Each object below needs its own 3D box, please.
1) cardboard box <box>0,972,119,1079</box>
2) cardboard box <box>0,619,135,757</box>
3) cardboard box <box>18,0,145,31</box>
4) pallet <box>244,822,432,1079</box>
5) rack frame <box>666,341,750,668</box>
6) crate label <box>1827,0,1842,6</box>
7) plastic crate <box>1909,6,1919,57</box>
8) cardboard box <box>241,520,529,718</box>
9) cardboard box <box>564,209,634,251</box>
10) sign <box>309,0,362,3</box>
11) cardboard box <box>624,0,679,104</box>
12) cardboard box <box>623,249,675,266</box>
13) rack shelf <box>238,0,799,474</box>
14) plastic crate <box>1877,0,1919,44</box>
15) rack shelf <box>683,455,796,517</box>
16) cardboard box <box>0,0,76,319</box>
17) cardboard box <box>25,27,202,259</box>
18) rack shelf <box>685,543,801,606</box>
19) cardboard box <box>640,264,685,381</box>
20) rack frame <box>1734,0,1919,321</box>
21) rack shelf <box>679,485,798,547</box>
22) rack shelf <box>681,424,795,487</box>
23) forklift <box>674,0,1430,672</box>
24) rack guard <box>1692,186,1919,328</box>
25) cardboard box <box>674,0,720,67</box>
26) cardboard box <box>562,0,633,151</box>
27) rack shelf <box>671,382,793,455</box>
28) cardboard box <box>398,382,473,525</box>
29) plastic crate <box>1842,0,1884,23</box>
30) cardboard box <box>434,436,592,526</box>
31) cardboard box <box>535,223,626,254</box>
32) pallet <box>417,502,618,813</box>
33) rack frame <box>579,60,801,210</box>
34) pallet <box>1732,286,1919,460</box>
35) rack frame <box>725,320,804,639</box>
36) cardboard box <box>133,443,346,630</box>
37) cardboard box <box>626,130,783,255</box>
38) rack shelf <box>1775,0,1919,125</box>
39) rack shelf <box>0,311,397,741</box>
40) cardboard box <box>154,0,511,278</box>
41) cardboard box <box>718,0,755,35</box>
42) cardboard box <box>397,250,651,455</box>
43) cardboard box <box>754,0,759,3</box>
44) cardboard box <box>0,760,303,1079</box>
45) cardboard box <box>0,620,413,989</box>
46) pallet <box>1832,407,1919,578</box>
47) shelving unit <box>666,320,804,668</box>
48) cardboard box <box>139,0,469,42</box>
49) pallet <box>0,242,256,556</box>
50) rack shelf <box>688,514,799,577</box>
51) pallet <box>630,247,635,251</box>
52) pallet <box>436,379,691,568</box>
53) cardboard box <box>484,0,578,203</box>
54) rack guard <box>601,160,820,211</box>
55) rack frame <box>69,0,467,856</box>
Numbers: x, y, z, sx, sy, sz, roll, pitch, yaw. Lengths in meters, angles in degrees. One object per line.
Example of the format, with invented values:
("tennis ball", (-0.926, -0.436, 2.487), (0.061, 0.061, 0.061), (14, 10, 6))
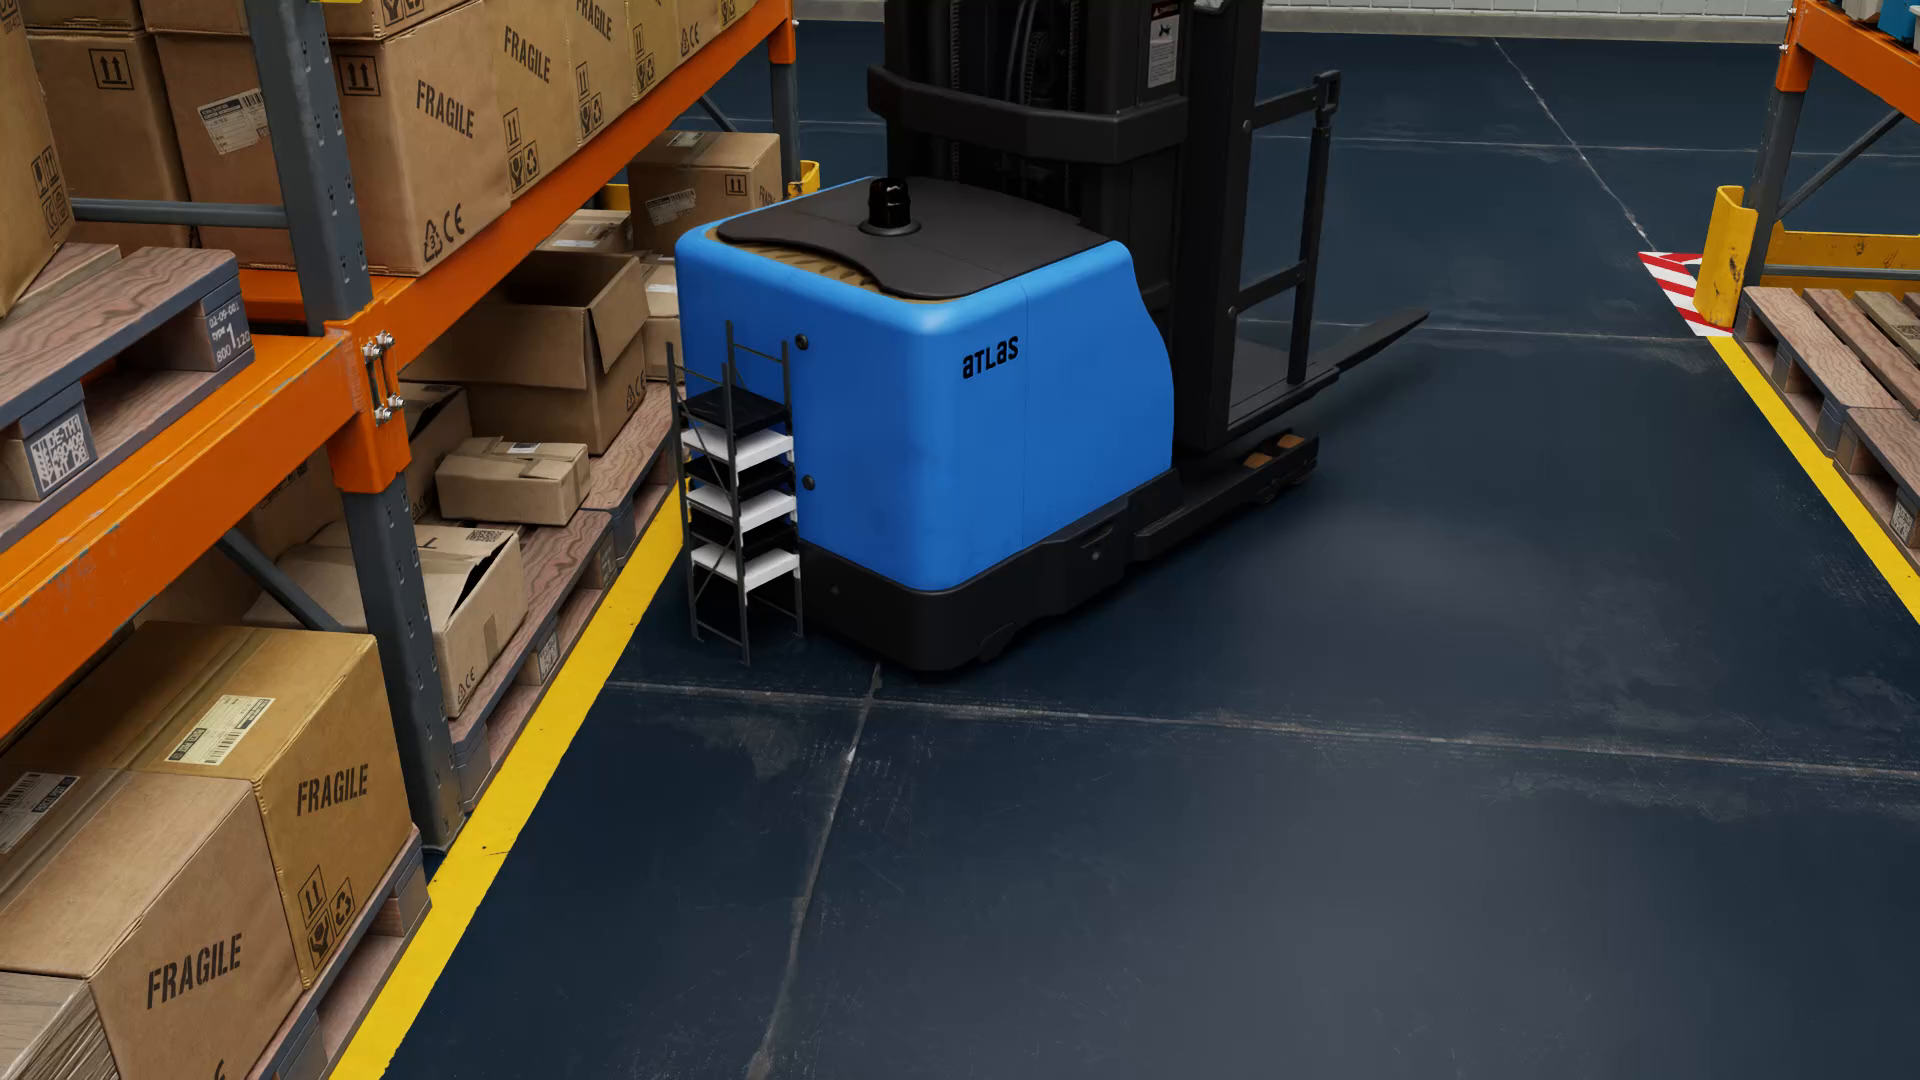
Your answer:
("cardboard box", (-1.594, 0.981, 2.438), (0.500, 0.500, 0.500), (4, 29, 7))
("cardboard box", (-1.988, 0.478, 3.373), (0.500, 0.500, 0.500), (2, 28, 4))
("cardboard box", (-1.882, -1.380, 3.489), (0.500, 0.500, 0.500), (3, 29, 6))
("pallet", (-1.749, 0.970, 3.227), (1.003, 0.211, 1.213), (3, 28, 6))
("rack frame", (-0.671, -0.082, 4.453), (0.240, 0.900, 0.006), (23, 36, 36))
("crate label", (3.361, -2.092, 6.083), (0.416, 0.233, 0.303), (3, 28, 6))
("plastic crate", (3.157, -1.584, 5.242), (0.250, 0.136, 0.298), (3, 28, 6))
("cardboard box", (-1.421, 0.162, 4.157), (0.500, 0.311, 0.500), (3, 28, 6))
("cardboard box", (-1.590, -1.287, 7.018), (0.380, 0.149, 0.250), (3, 28, 6))
("sign", (-1.136, -1.122, 2.949), (0.100, 0.325, 0.005), (3, 28, 6))
("cardboard box", (-1.171, -1.627, 5.002), (0.500, 0.500, 0.500), (3, 28, 5))
("cardboard box", (-1.158, -1.016, 6.497), (0.380, 0.166, 0.250), (3, 28, 6))
("rack shelf", (-1.442, -1.267, 5.199), (1.077, 0.370, 4.000), (3, 28, 6))
("plastic crate", (3.281, -1.782, 5.508), (0.416, 0.233, 0.300), (3, 28, 6))
("rack shelf", (-0.603, -0.167, 4.492), (0.258, 0.077, 0.200), (23, 36, 36))
("cardboard box", (-1.967, -0.662, 2.767), (0.700, 0.500, 0.500), (-6, 29, -11))
("cardboard box", (-1.881, -0.937, 3.721), (0.500, 0.500, 0.500), (4, 29, 7))
("rack shelf", (-0.603, 0.070, 4.621), (0.258, 0.077, 0.200), (23, 36, 36))
("cardboard box", (-1.166, -0.793, 5.995), (0.500, 0.250, 0.500), (3, 28, 6))
("rack frame", (3.718, -2.236, 6.238), (1.000, 3.000, 0.127), (3, 28, 6))
("rack shelf", (-0.603, -0.088, 4.535), (0.258, 0.077, 0.200), (23, 36, 36))
("rack shelf", (-0.603, -0.247, 4.450), (0.258, 0.077, 0.200), (23, 36, 36))
("forklift", (0.557, -1.554, 5.044), (1.130, 2.935, 3.031), (23, 36, 36))
("rack guard", (3.708, -1.148, 6.853), (1.175, 0.500, 0.348), (3, 28, 6))
("cardboard box", (-1.109, -1.864, 5.442), (0.500, 0.500, 0.500), (4, 29, 7))
("cardboard box", (-1.231, -1.387, 4.557), (0.500, 0.500, 0.500), (3, 28, 6))
("rack shelf", (-0.603, -0.326, 4.407), (0.258, 0.077, 0.200), (23, 36, 36))
("cardboard box", (-1.807, -0.290, 4.998), (0.500, 0.311, 0.500), (3, 28, 6))
("plastic crate", (3.240, -1.903, 5.835), (0.250, 0.136, 0.298), (3, 28, 6))
("cardboard box", (-1.325, -0.182, 4.948), (0.380, 0.166, 0.250), (3, 28, 6))
("cardboard box", (-1.607, -1.034, 6.442), (0.500, 0.250, 0.500), (3, 28, 6))
("pallet", (-1.602, 0.262, 4.542), (1.003, 0.211, 1.213), (3, 28, 6))
("rack frame", (-1.197, -2.526, 6.775), (1.000, 3.000, 0.127), (3, 28, 6))
("pallet", (3.579, -0.622, 6.183), (1.003, 0.211, 1.213), (3, 28, 6))
("rack frame", (-0.535, -0.153, 4.586), (0.240, 0.900, 0.006), (23, 36, 36))
("cardboard box", (-1.899, -0.021, 4.297), (0.500, 0.500, 0.500), (3, 28, 6))
("cardboard box", (-1.019, -1.349, 6.762), (0.500, 0.500, 0.500), (3, 28, 6))
("rack shelf", (3.473, -0.978, 4.661), (1.077, 0.370, 4.000), (3, 28, 6))
("rack shelf", (-1.932, 0.615, 1.704), (1.077, 0.370, 4.000), (3, 28, 6))
("cardboard box", (-1.354, -0.911, 3.673), (0.500, 0.500, 0.500), (4, 29, 8))
("cardboard box", (-1.042, -2.099, 5.877), (0.500, 0.500, 0.500), (4, 29, 7))
("cardboard box", (-1.462, -0.622, 5.410), (0.797, 0.503, 0.637), (3, 28, 6))
("cardboard box", (-0.982, -2.343, 6.331), (0.500, 0.500, 0.500), (4, 29, 8))
("cardboard box", (-1.532, 0.745, 2.876), (0.500, 0.500, 0.500), (3, 29, 6))
("cardboard box", (-1.463, 0.513, 3.307), (0.500, 0.500, 0.500), (3, 28, 6))
("pallet", (3.427, -0.050, 5.120), (1.003, 0.211, 1.213), (3, 28, 6))
("shelving unit", (-0.603, -0.118, 4.519), (0.258, 0.900, 0.210), (23, 36, 36))
("cardboard box", (-1.350, -1.332, 3.401), (0.500, 0.500, 0.500), (4, 29, 8))
("pallet", (-1.894, -0.188, 2.640), (1.003, 0.211, 1.213), (3, 28, 6))
("rack shelf", (-0.603, -0.009, 4.578), (0.258, 0.077, 0.200), (23, 36, 36))
("pallet", (-1.303, -0.887, 6.674), (1.003, 0.211, 1.213), (3, 28, 6))
("pallet", (-1.455, -0.314, 5.611), (1.003, 0.211, 1.213), (3, 28, 6))
("cardboard box", (-1.295, -1.152, 4.120), (0.500, 0.500, 0.500), (4, 29, 7))
("rack guard", (-1.207, -1.389, 7.302), (1.175, 0.500, 0.348), (3, 28, 6))
("rack frame", (-1.687, -0.643, 3.280), (1.000, 3.000, 0.127), (3, 28, 6))
